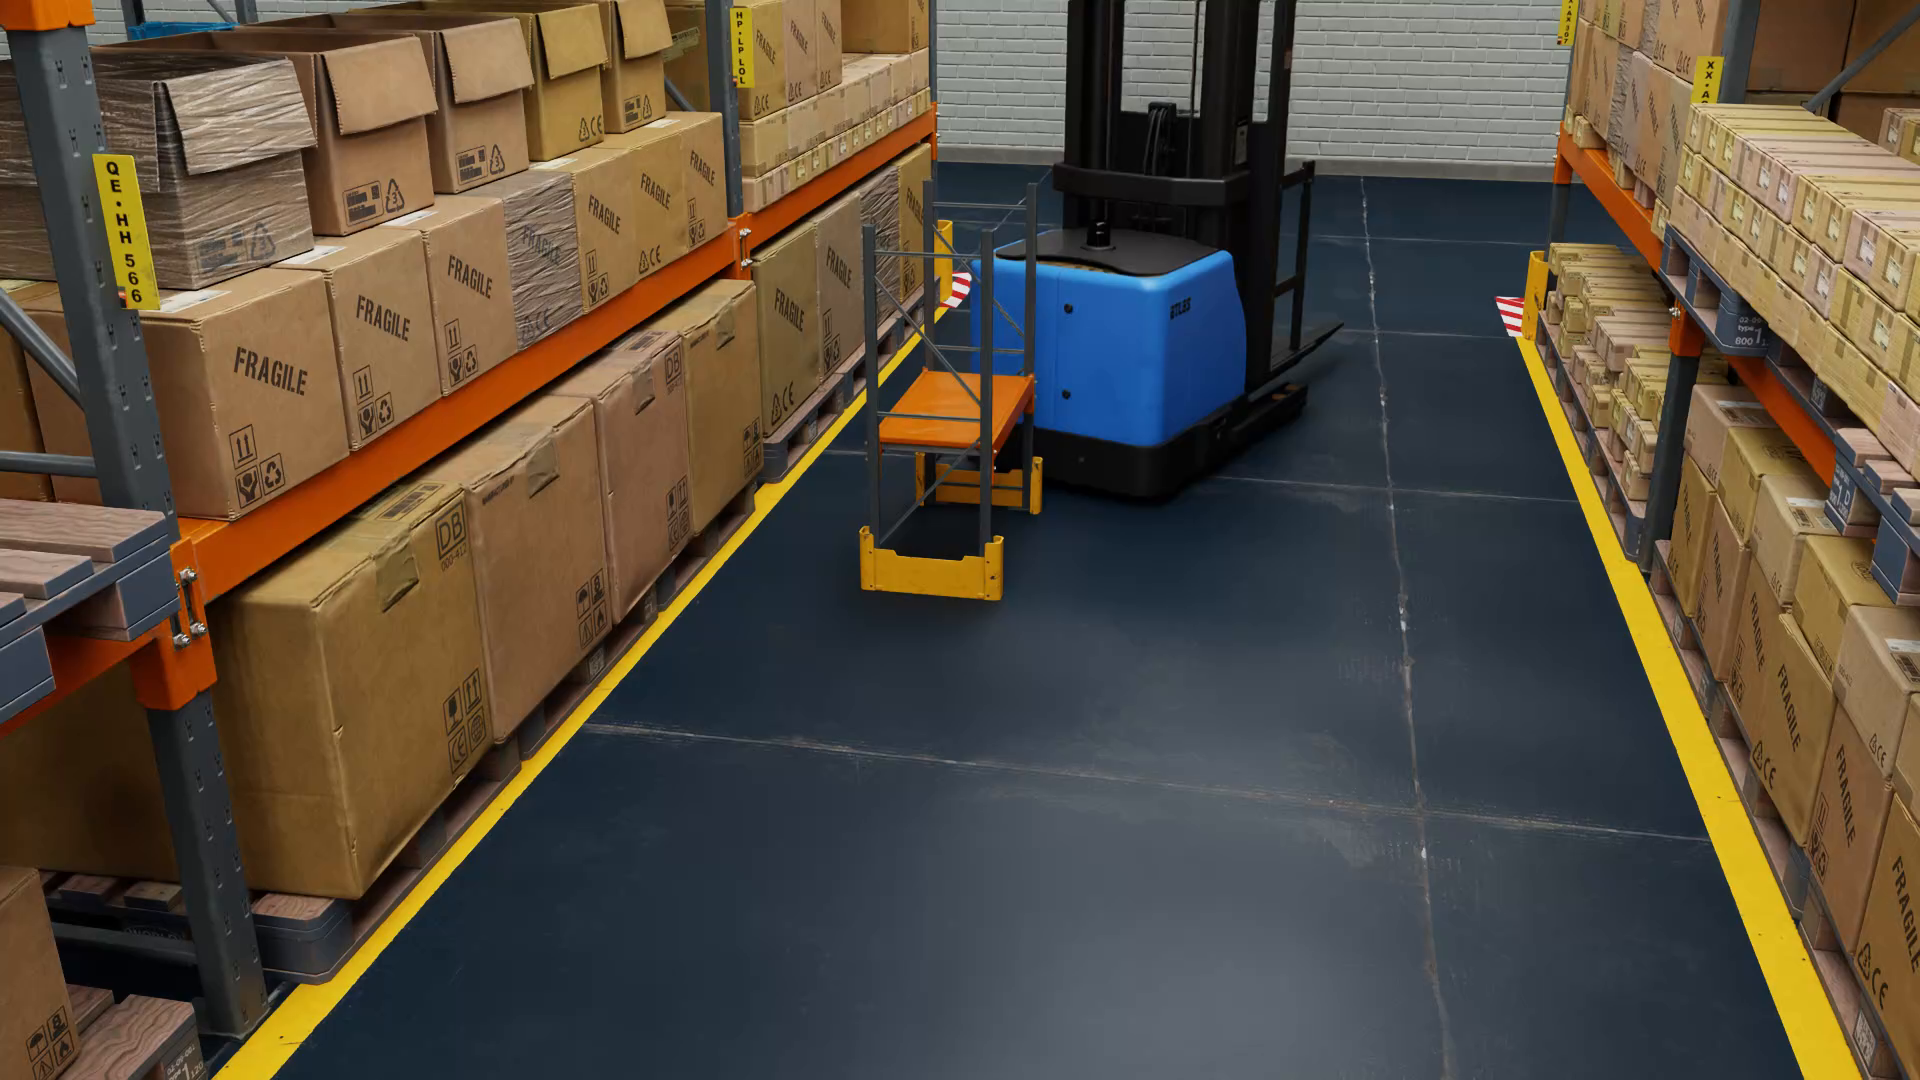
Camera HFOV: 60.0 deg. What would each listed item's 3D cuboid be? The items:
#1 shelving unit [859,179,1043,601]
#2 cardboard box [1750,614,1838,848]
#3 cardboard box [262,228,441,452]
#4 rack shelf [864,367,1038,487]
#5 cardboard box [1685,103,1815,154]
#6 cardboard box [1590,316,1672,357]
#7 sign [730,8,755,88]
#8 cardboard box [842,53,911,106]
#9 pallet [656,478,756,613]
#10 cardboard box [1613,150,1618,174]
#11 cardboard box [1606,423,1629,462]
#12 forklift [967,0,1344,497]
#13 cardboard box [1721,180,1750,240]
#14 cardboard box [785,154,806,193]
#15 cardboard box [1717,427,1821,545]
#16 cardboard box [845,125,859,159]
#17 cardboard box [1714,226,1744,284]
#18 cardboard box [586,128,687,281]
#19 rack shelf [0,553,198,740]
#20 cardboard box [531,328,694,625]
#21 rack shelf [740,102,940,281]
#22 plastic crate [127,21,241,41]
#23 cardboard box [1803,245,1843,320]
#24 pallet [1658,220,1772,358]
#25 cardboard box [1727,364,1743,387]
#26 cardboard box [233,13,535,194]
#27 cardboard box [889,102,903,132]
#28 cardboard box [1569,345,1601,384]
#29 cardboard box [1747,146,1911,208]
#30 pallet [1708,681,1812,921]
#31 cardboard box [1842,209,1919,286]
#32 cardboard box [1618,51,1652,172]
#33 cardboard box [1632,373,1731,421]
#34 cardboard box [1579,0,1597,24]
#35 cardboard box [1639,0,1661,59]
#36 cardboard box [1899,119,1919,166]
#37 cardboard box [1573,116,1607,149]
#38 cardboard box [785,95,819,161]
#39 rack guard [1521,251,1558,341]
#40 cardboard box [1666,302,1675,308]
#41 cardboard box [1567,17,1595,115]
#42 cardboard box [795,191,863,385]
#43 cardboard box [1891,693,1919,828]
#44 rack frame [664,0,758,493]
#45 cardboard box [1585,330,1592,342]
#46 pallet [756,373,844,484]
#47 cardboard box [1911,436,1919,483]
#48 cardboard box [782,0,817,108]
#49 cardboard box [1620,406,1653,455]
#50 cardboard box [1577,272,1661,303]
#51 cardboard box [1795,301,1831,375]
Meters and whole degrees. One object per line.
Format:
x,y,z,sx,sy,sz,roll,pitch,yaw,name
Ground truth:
-0.016,-0.668,7.004,0.587,1.500,1.083,4,22,11,shelving unit
2.629,0.554,4.748,0.500,0.500,0.500,3,22,9,cardboard box
-1.817,-0.574,4.629,0.500,0.500,0.500,4,22,9,cardboard box
-0.017,-0.498,7.063,0.538,0.185,1.000,4,22,11,rack shelf
2.835,-1.474,5.977,0.380,0.149,0.250,6,23,14,cardboard box
3.377,-1.010,8.304,0.380,0.149,0.250,4,22,9,cardboard box
-0.936,-2.107,7.126,0.100,0.325,0.005,4,22,11,sign
-0.597,-2.793,10.075,0.500,0.250,0.500,4,22,10,cardboard box
-1.553,-0.063,7.227,1.003,0.211,1.213,4,22,11,pallet
3.526,-1.908,8.412,0.380,0.149,0.250,5,23,13,cardboard box
3.238,-0.461,7.738,0.380,0.149,0.250,4,22,9,cardboard box
1.236,-2.060,8.546,1.130,2.935,3.031,13,25,29,forklift
2.679,-1.052,5.326,0.380,0.149,0.250,4,22,9,cardboard box
-0.977,-1.803,8.152,0.380,0.149,0.250,5,23,13,cardboard box
2.850,-0.167,5.534,0.500,0.250,0.500,5,22,12,cardboard box
-0.767,-2.181,9.090,0.380,0.149,0.250,4,22,9,cardboard box
2.677,-0.914,5.381,0.380,0.149,0.250,5,22,11,cardboard box
-1.405,-1.318,6.478,0.500,0.500,0.500,5,23,13,cardboard box
-2.694,0.884,2.107,1.077,0.370,4.000,4,22,11,rack shelf
-1.762,-0.291,6.343,1.225,0.875,0.875,4,22,9,cardboard box
-1.061,-2.042,9.372,1.077,0.370,4.000,4,22,11,rack shelf
-5.388,-3.392,11.634,0.616,0.435,0.499,4,22,11,plastic crate
2.465,-0.670,4.378,0.380,0.149,0.250,5,22,12,cardboard box
3.067,-0.872,5.760,1.003,0.211,1.213,4,22,11,pallet
3.787,-0.777,7.726,0.380,0.149,0.250,4,22,10,cardboard box
-1.855,-1.443,5.445,0.797,0.503,0.637,5,23,13,cardboard box
-0.560,-2.557,10.023,0.380,0.149,0.250,5,22,12,cardboard box
3.490,-0.934,8.911,0.380,0.149,0.250,3,22,8,cardboard box
2.624,-1.094,5.032,0.380,0.149,0.250,4,22,10,cardboard box
2.961,0.797,5.093,1.003,0.211,1.213,4,22,11,pallet
2.413,-0.708,4.074,0.380,0.149,0.250,4,22,11,cardboard box
3.397,-1.984,7.732,0.500,0.500,0.500,4,22,11,cardboard box
3.196,-0.624,7.345,0.380,0.149,0.250,5,22,12,cardboard box
3.830,-3.196,9.404,0.500,0.500,0.500,4,22,11,cardboard box
3.415,-2.446,7.540,0.500,0.500,0.500,5,22,12,cardboard box
3.421,-1.323,5.602,0.380,0.149,0.250,4,22,9,cardboard box
3.676,-2.292,9.365,0.380,0.149,0.250,4,22,9,cardboard box
-1.011,-2.046,8.221,0.500,0.250,0.500,4,22,11,cardboard box
4.166,-1.505,10.421,1.175,0.500,0.348,4,22,11,rack guard
4.093,-1.207,9.191,0.380,0.149,0.250,4,22,10,cardboard box
3.820,-2.733,9.593,0.500,0.500,0.500,6,23,13,cardboard box
-1.073,-1.418,9.141,0.875,0.875,0.875,4,22,11,cardboard box
2.432,0.580,3.677,0.500,0.250,0.500,4,22,10,cardboard box
-1.470,-1.644,7.421,1.000,3.000,0.127,4,22,11,rack frame
3.629,-1.149,9.046,0.380,0.149,0.250,3,22,8,cardboard box
-1.238,-0.623,8.618,1.003,0.211,1.213,4,22,11,pallet
2.252,-0.151,3.487,0.380,0.149,0.250,4,22,11,cardboard box
-1.013,-2.396,8.086,0.500,0.500,0.500,4,22,11,cardboard box
3.162,-0.479,7.383,0.380,0.149,0.250,3,22,8,cardboard box
3.657,-1.385,9.236,0.380,0.149,0.250,3,22,8,cardboard box
2.467,-0.529,4.425,0.380,0.149,0.250,5,23,13,cardboard box
